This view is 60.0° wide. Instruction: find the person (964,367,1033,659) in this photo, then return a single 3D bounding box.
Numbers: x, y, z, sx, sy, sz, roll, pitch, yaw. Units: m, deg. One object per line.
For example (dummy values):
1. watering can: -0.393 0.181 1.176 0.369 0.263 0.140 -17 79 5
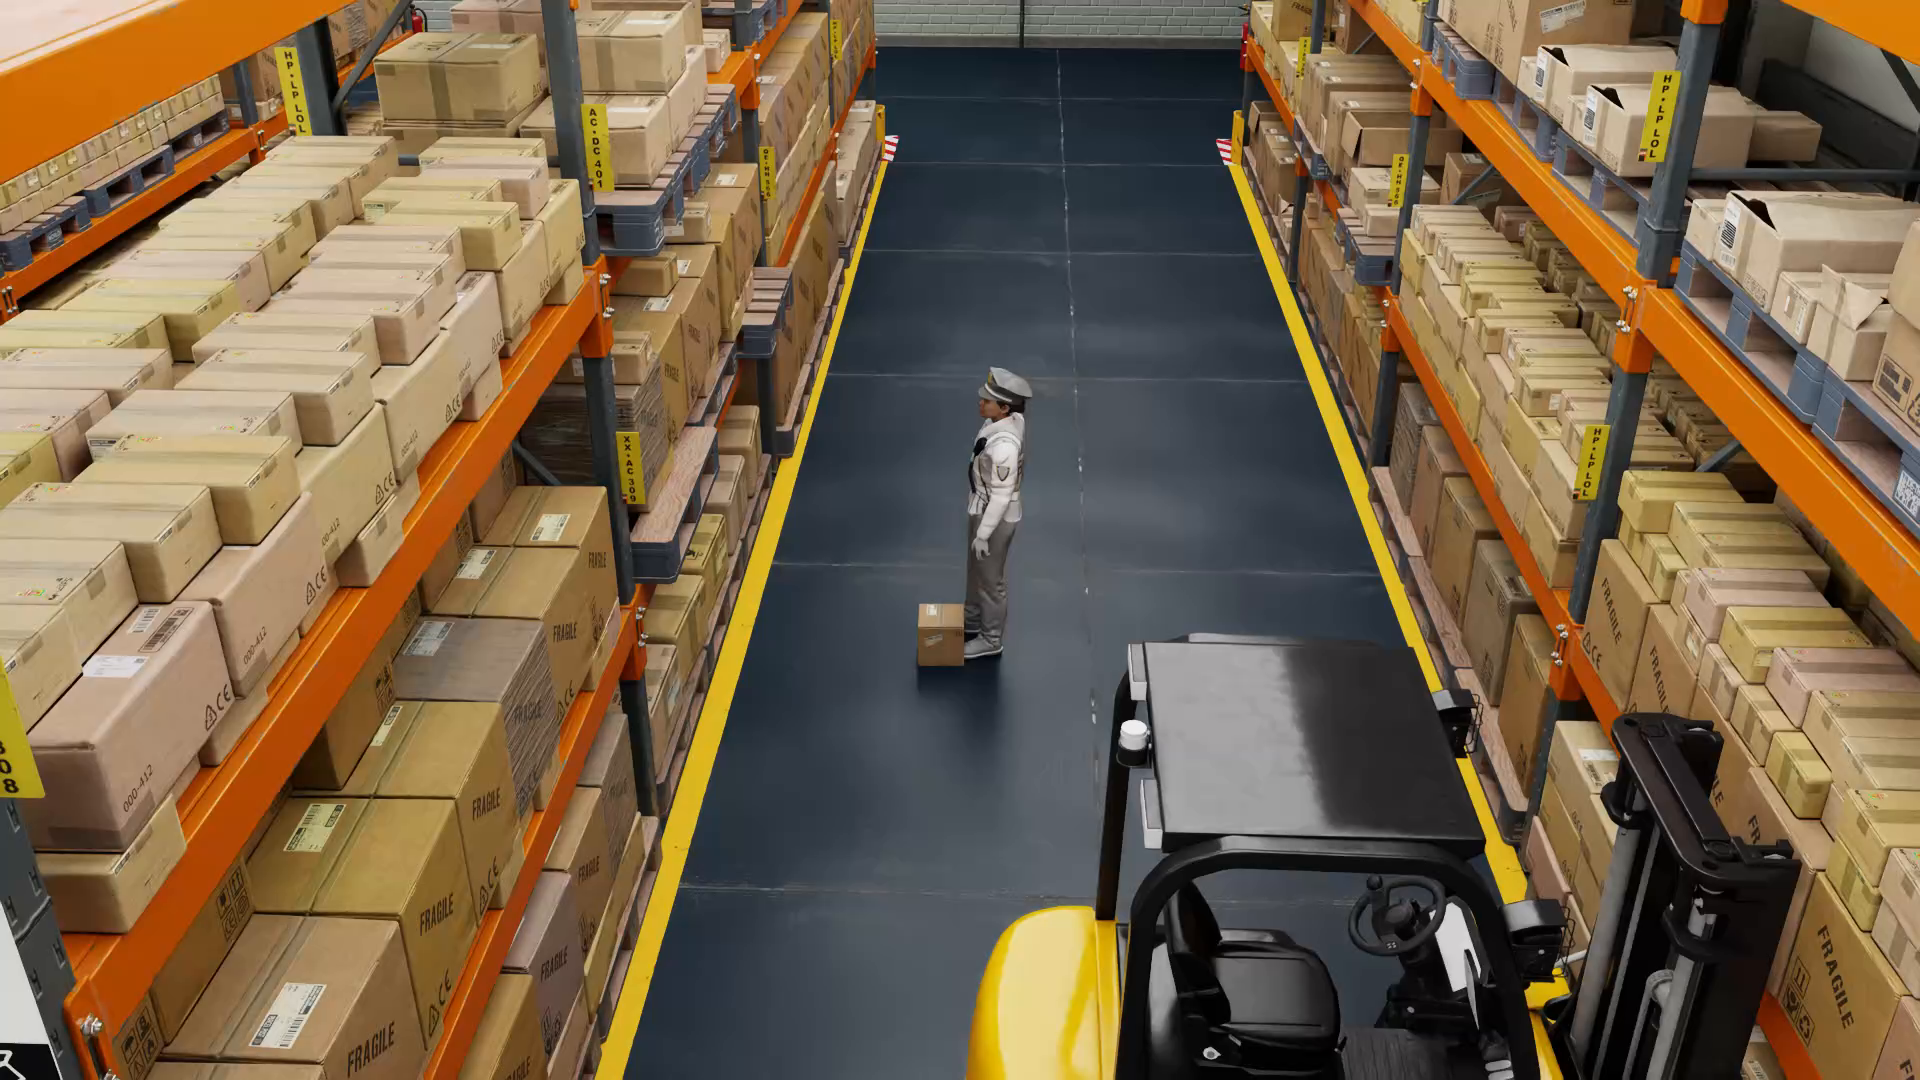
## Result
1. person: 0.105 -0.133 8.816 0.530 1.695 0.588 1 28 2
